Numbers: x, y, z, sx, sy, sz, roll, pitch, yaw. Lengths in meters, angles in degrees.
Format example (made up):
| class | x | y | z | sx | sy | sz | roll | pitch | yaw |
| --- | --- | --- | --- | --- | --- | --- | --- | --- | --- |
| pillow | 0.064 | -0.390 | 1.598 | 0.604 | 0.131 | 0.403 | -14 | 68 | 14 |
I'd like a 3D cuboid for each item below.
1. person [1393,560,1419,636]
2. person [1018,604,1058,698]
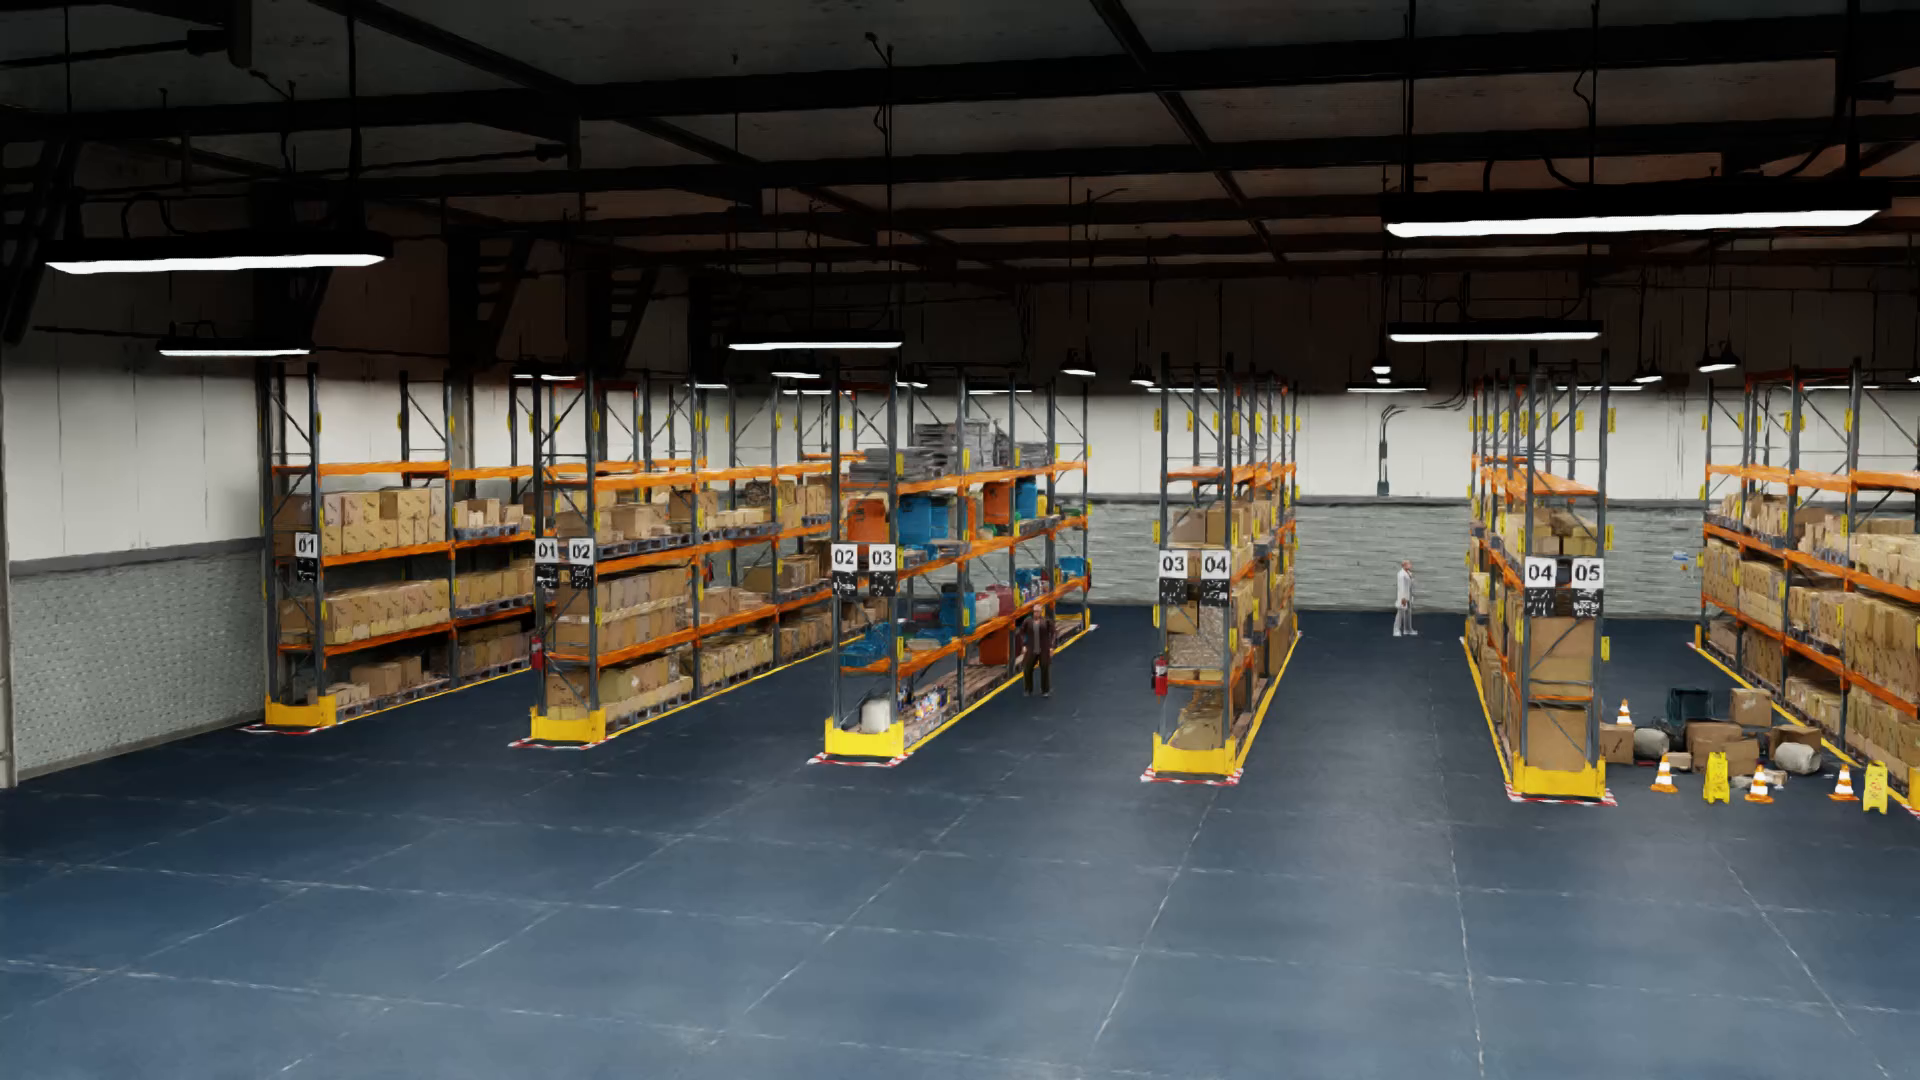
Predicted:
| class | x | y | z | sx | sy | sz | roll | pitch | yaw |
| --- | --- | --- | --- | --- | --- | --- | --- | --- | --- |
| person | 10.470 | 1.346 | 39.119 | 0.477 | 1.779 | 0.659 | 3 | 5 | 38 |
| person | 1.418 | 2.003 | 30.285 | 0.729 | 1.717 | 0.538 | 1 | 4 | 13 |
